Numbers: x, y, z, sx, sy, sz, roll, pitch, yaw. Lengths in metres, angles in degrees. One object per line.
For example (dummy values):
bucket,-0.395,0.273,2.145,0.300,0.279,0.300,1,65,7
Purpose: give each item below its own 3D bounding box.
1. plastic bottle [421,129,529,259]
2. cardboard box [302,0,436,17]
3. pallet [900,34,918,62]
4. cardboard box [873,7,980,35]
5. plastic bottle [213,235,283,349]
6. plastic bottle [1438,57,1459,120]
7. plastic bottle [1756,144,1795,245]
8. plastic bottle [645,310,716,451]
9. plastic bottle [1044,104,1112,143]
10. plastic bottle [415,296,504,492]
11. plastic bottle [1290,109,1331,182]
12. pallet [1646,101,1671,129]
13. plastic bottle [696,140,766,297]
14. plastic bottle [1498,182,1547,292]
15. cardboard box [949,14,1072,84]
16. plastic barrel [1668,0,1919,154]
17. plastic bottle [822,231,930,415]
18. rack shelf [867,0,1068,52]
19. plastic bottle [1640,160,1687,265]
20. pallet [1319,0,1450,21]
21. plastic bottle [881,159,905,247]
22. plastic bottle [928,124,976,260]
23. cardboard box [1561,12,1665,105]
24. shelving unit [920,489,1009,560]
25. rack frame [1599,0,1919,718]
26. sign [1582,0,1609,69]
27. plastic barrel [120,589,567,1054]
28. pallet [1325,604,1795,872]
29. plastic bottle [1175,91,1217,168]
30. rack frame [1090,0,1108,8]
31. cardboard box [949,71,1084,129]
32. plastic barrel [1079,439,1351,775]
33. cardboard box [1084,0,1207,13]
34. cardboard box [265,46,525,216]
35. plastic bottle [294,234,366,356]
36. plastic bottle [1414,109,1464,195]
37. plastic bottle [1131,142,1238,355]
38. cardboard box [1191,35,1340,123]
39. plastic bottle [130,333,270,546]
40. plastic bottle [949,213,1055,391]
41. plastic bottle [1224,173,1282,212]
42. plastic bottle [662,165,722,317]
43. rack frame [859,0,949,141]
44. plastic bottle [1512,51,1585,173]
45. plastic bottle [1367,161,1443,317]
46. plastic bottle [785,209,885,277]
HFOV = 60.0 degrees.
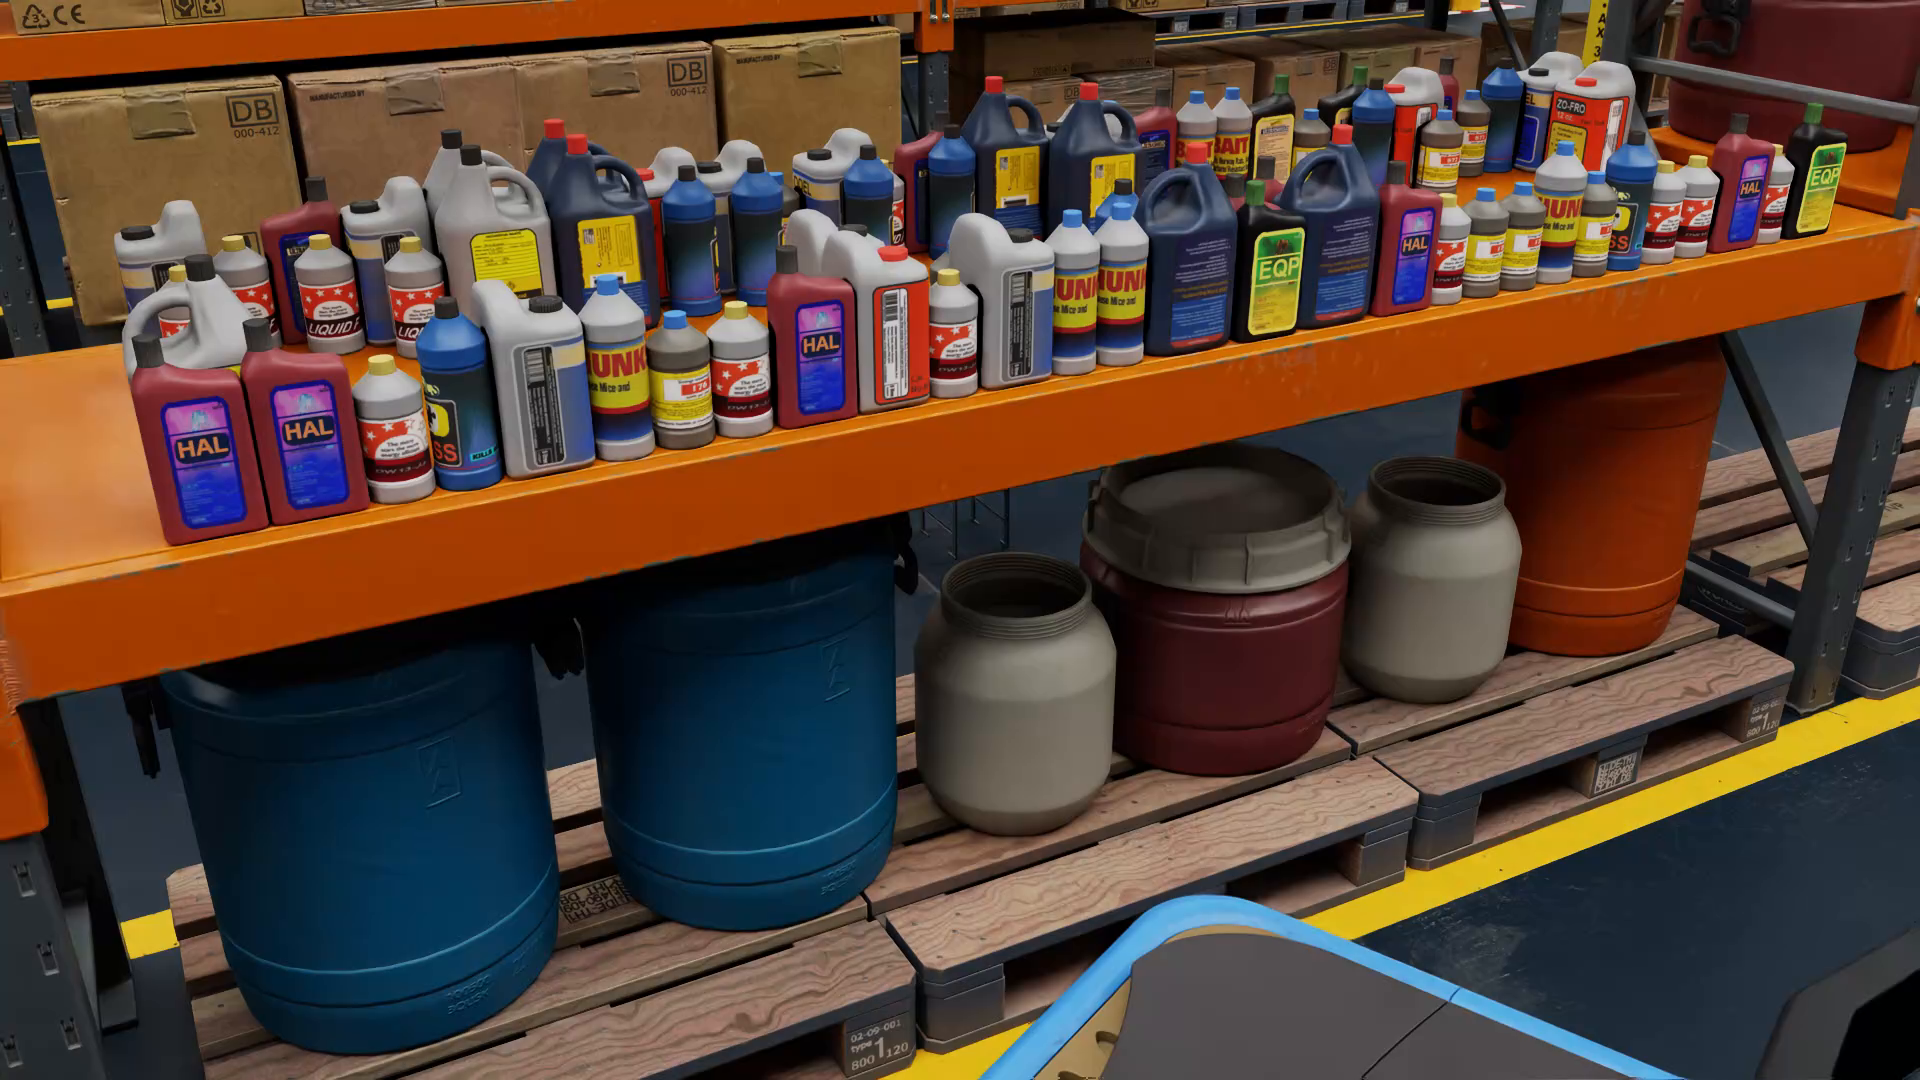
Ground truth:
plastic bottle,-0.881,-0.571,3.031,0.185,0.351,0.144,-13,29,-25
cardboard box,-2.461,-2.420,6.710,0.500,0.500,0.500,-14,29,-26
pallet,-0.778,-4.024,13.387,1.213,0.211,1.003,-13,29,-25
cardboard box,-0.413,-4.536,13.346,0.750,0.750,1.050,-13,29,-25
plastic bottle,-1.253,-0.429,2.908,0.097,0.201,0.097,0,26,0
plastic bottle,1.146,-1.029,4.062,0.133,0.283,0.061,-13,29,-25
plastic bottle,1.724,-0.744,3.564,0.097,0.201,0.097,0,26,0
plastic bottle,-0.427,-0.248,2.530,0.097,0.201,0.097,0,26,0
plastic bottle,0.233,-0.793,3.579,0.135,0.276,0.152,-13,29,-25
plastic bottle,-0.717,-0.212,2.375,0.097,0.271,0.097,0,26,0
plastic bottle,0.816,-0.907,3.903,0.097,0.201,0.097,0,26,0
pallet,3.766,-2.695,10.620,1.213,0.211,1.003,-13,29,-25
plastic bottle,-0.457,-0.633,3.247,0.135,0.276,0.152,-13,29,-25
plastic bottle,1.091,-0.598,3.260,0.097,0.201,0.097,0,26,0
cardboard box,0.237,-2.545,8.598,0.500,0.250,0.500,-12,28,-23
plastic barrel,2.258,-1.367,4.475,0.708,0.536,0.600,-13,29,-25
plastic bottle,-0.134,-0.363,2.683,0.135,0.276,0.152,-13,29,-25
rack shelf,1.425,-3.070,9.010,4.000,0.370,1.077,-13,29,-25
plastic bottle,1.435,-0.678,3.425,0.097,0.201,0.097,0,26,0
pallet,3.806,-5.082,15.590,1.213,0.211,1.003,-13,29,-25
plastic bottle,-0.163,-0.681,3.432,0.097,0.201,0.097,0,26,0
plastic bottle,-0.016,-0.717,3.426,0.097,0.271,0.097,0,26,0
cardboard box,4.063,-3.050,10.540,0.500,0.500,0.500,-4,26,-9
shelving unit,0.013,-0.544,4.996,0.189,1.200,0.258,-13,29,-25
rack frame,1.991,-1.096,4.067,0.127,3.000,1.000,-13,29,-25
sign,1.726,-1.378,4.466,0.005,0.325,0.100,-13,29,-25
plastic barrel,-1.050,0.371,2.950,0.708,0.901,0.600,-13,29,-25
pallet,1.315,0.338,4.303,1.213,0.211,1.003,-13,29,-25
plastic bottle,0.526,-0.872,3.749,0.097,0.271,0.097,0,26,0
rack frame,0.945,-5.717,13.691,0.127,3.000,1.000,-13,29,-25
cardboard box,0.242,-2.203,8.752,0.500,0.500,0.700,-15,29,-28
plastic barrel,0.571,0.138,3.798,0.708,0.588,0.600,-13,29,-25
cardboard box,1.533,-5.050,14.272,0.875,0.875,0.875,-13,28,-24
cardboard box,-2.526,-1.724,7.346,0.875,0.875,1.225,-14,29,-27
plastic bottle,-1.107,-0.433,2.916,0.097,0.201,0.097,0,26,0
plastic bottle,1.124,-0.903,3.896,0.097,0.201,0.097,0,26,0
plastic bottle,0.386,-0.514,2.912,0.185,0.351,0.144,-13,29,-25
cardboard box,1.715,-2.553,9.481,0.500,0.500,0.700,-16,30,-29
plastic bottle,-1.014,-0.140,2.211,0.133,0.283,0.061,-13,29,-25
plastic bottle,0.071,-0.410,2.781,0.135,0.276,0.152,-13,29,-25
plastic bottle,0.517,-0.523,3.009,0.133,0.283,0.061,-13,29,-25
plastic bottle,-0.500,-0.560,3.100,0.097,0.271,0.097,0,26,0
rack frame,-0.340,-2.987,8.006,0.127,3.000,1.000,-13,29,-25
plastic bottle,1.457,-1.075,4.167,0.135,0.276,0.152,-13,29,-25
plastic bottle,0.826,-0.565,3.096,0.133,0.283,0.061,-13,29,-25
plastic bottle,-0.205,-0.421,2.804,0.135,0.276,0.152,-13,29,-25
